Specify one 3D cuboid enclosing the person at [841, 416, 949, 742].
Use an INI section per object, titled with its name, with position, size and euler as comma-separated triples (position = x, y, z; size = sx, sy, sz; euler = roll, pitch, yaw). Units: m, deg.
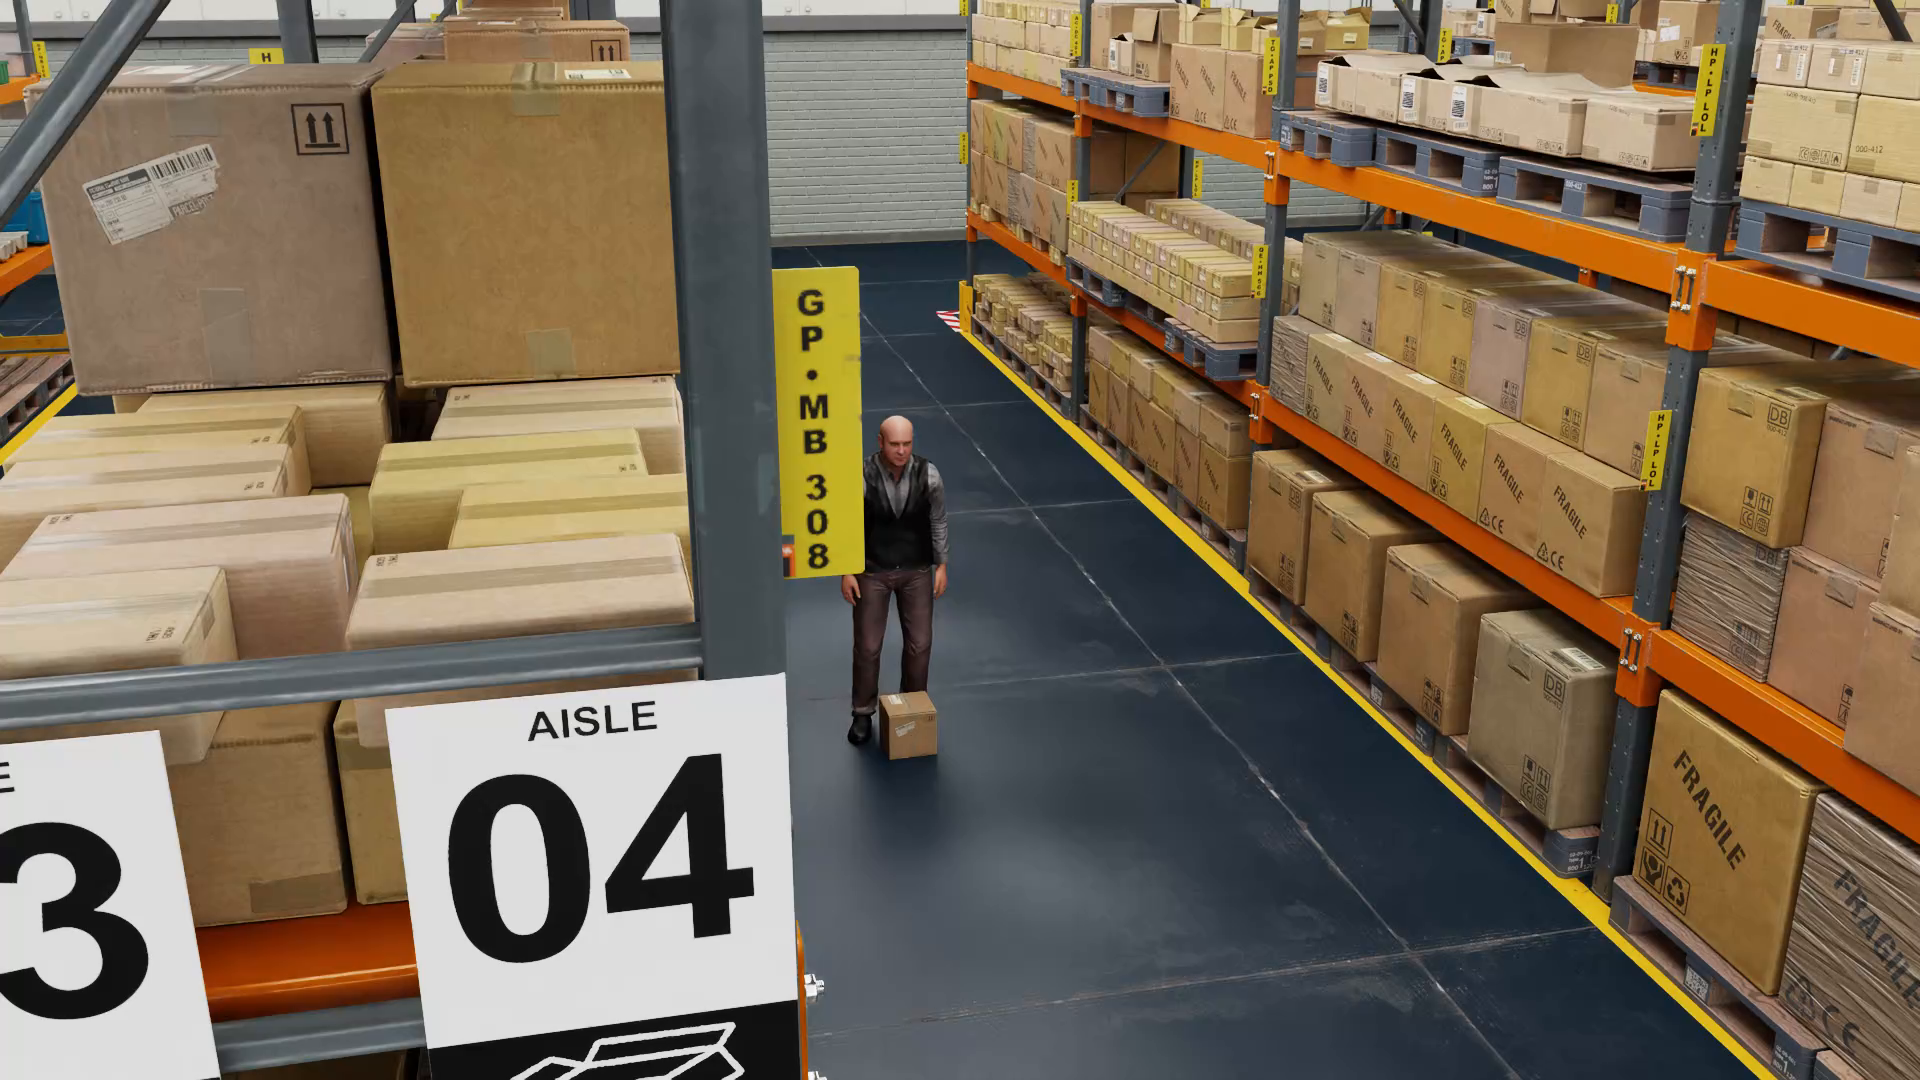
[person]
position = -0.346, 0.174, 8.612
size = 0.580, 1.721, 0.418
euler = -4, 20, -12
